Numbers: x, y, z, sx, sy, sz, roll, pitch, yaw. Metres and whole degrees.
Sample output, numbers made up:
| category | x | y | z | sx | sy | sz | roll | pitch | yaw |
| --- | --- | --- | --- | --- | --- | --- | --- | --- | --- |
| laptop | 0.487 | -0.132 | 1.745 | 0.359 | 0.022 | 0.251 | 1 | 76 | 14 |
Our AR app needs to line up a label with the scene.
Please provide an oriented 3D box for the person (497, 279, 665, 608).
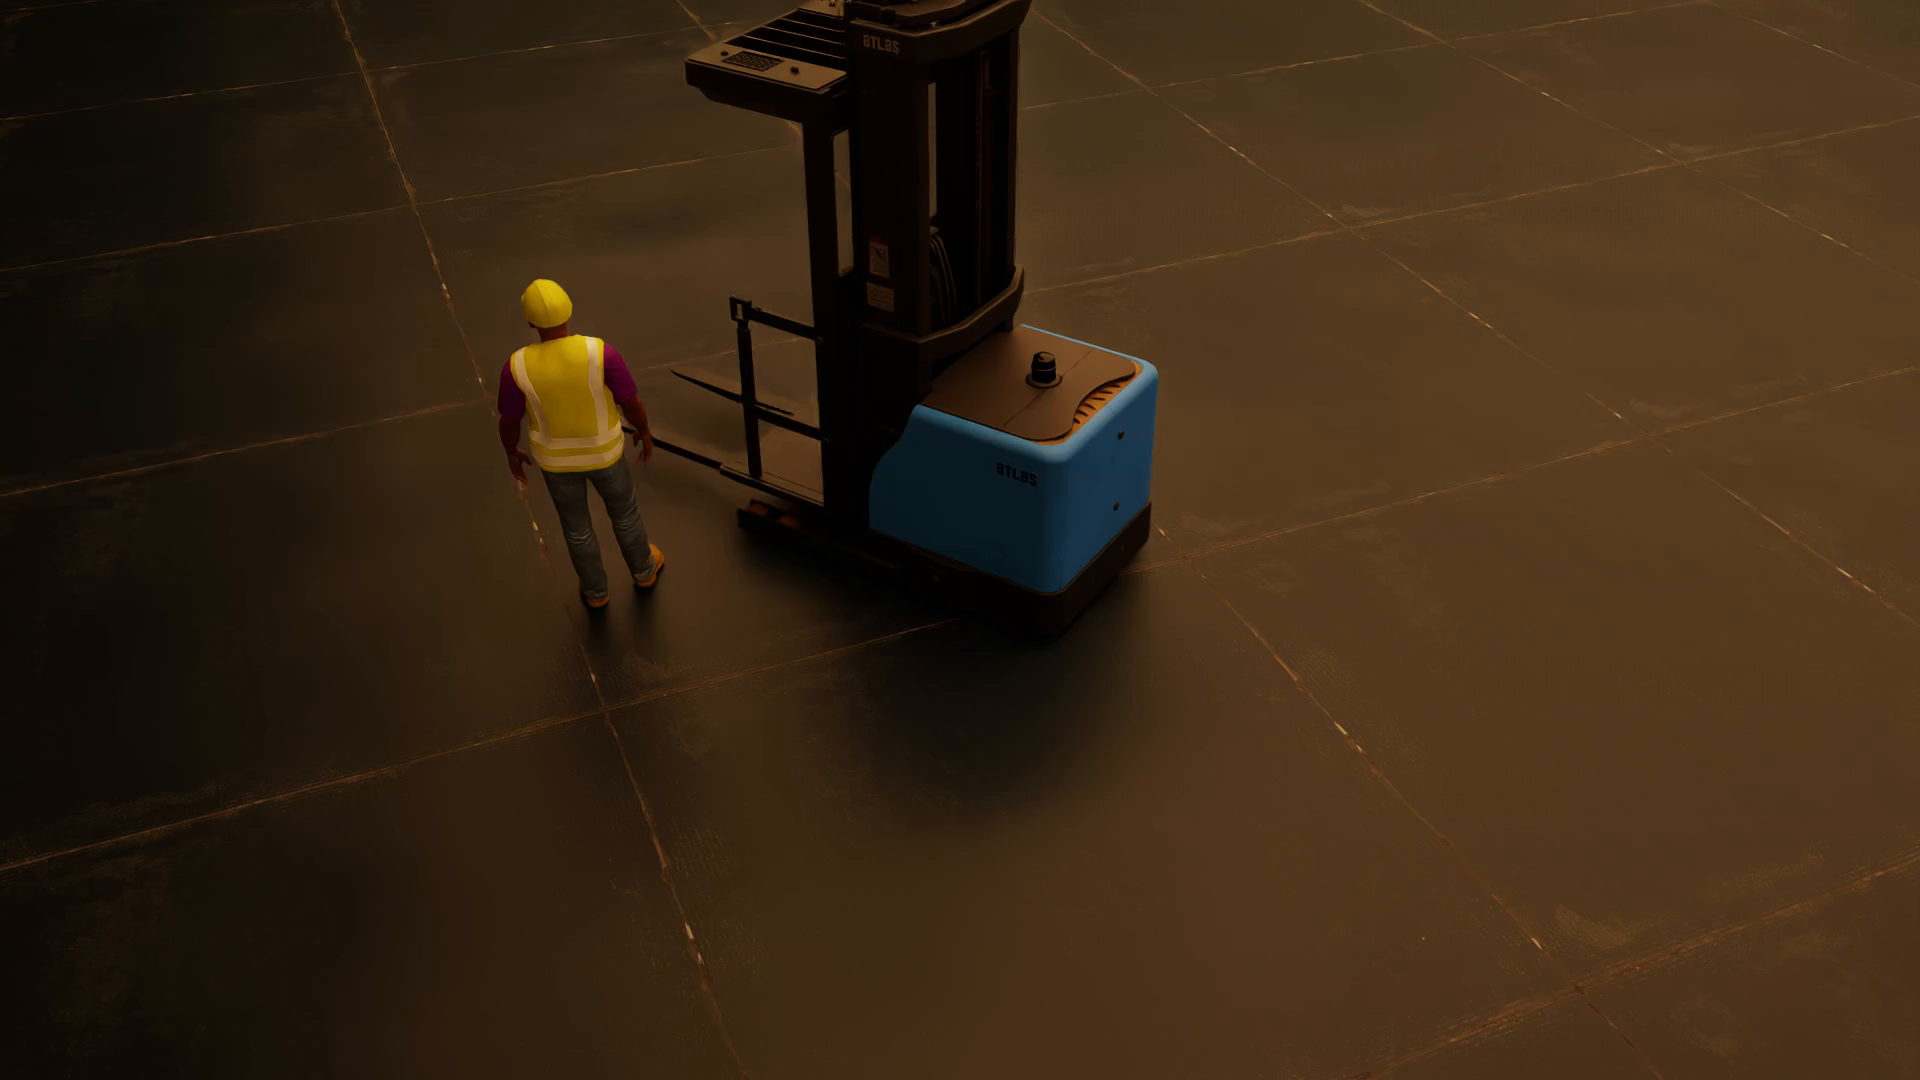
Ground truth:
| category | x | y | z | sx | sy | sz | roll | pitch | yaw |
| --- | --- | --- | --- | --- | --- | --- | --- | --- | --- |
| person | -1.774 | -0.461 | 7.742 | 0.668 | 1.768 | 0.569 | -7 | 36 | -10 |

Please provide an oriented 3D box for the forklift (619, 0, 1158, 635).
| category | x | y | z | sx | sy | sz | roll | pitch | yaw |
| --- | --- | --- | --- | --- | --- | --- | --- | --- | --- |
| forklift | -0.551 | -1.391 | 8.055 | 3.031 | 2.935 | 1.130 | 20 | 40 | 26 |
